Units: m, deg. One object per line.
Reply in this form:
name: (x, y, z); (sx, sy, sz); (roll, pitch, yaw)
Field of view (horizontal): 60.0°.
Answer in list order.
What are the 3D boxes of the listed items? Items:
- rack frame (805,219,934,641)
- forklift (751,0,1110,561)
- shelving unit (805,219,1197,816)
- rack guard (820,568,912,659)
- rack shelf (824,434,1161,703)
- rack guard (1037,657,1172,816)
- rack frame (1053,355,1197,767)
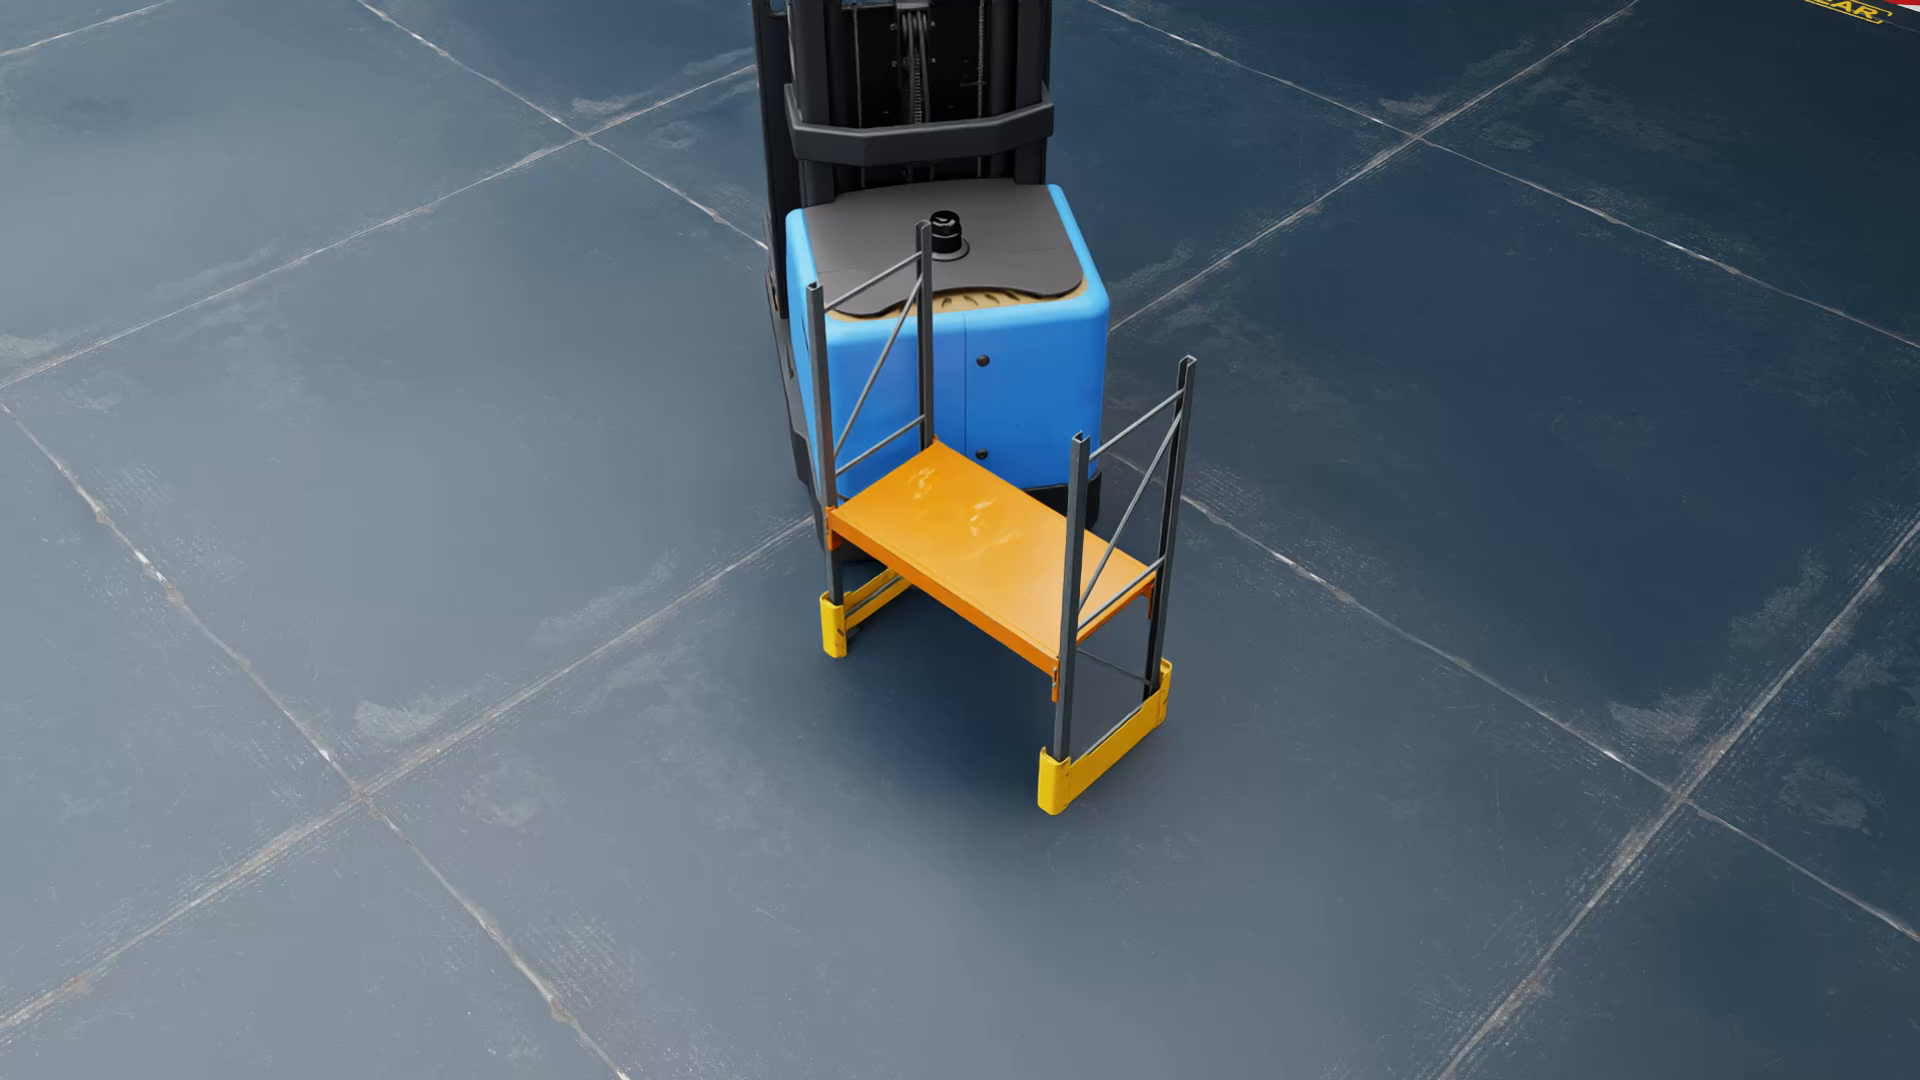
rack frame: (-0.269, -0.303, 5.473); (0.032, 1.500, 0.500); (33, 52, 30)
forklift: (-0.252, -2.009, 6.265); (1.130, 2.935, 3.031); (-7, 43, -8)
shelving unit: (0.108, -0.063, 5.213); (1.083, 1.500, 0.587); (33, 52, 30)
rack guard: (-0.255, 0.165, 5.888); (0.087, 0.250, 0.587); (33, 52, 30)
rack shelf: (0.101, 0.065, 5.339); (1.000, 0.185, 0.538); (33, 52, 30)
rack guard: (0.471, 0.628, 5.386); (0.087, 0.250, 0.587); (33, 52, 30)
rack frame: (0.472, 0.169, 4.962); (0.032, 1.500, 0.500); (33, 52, 30)
